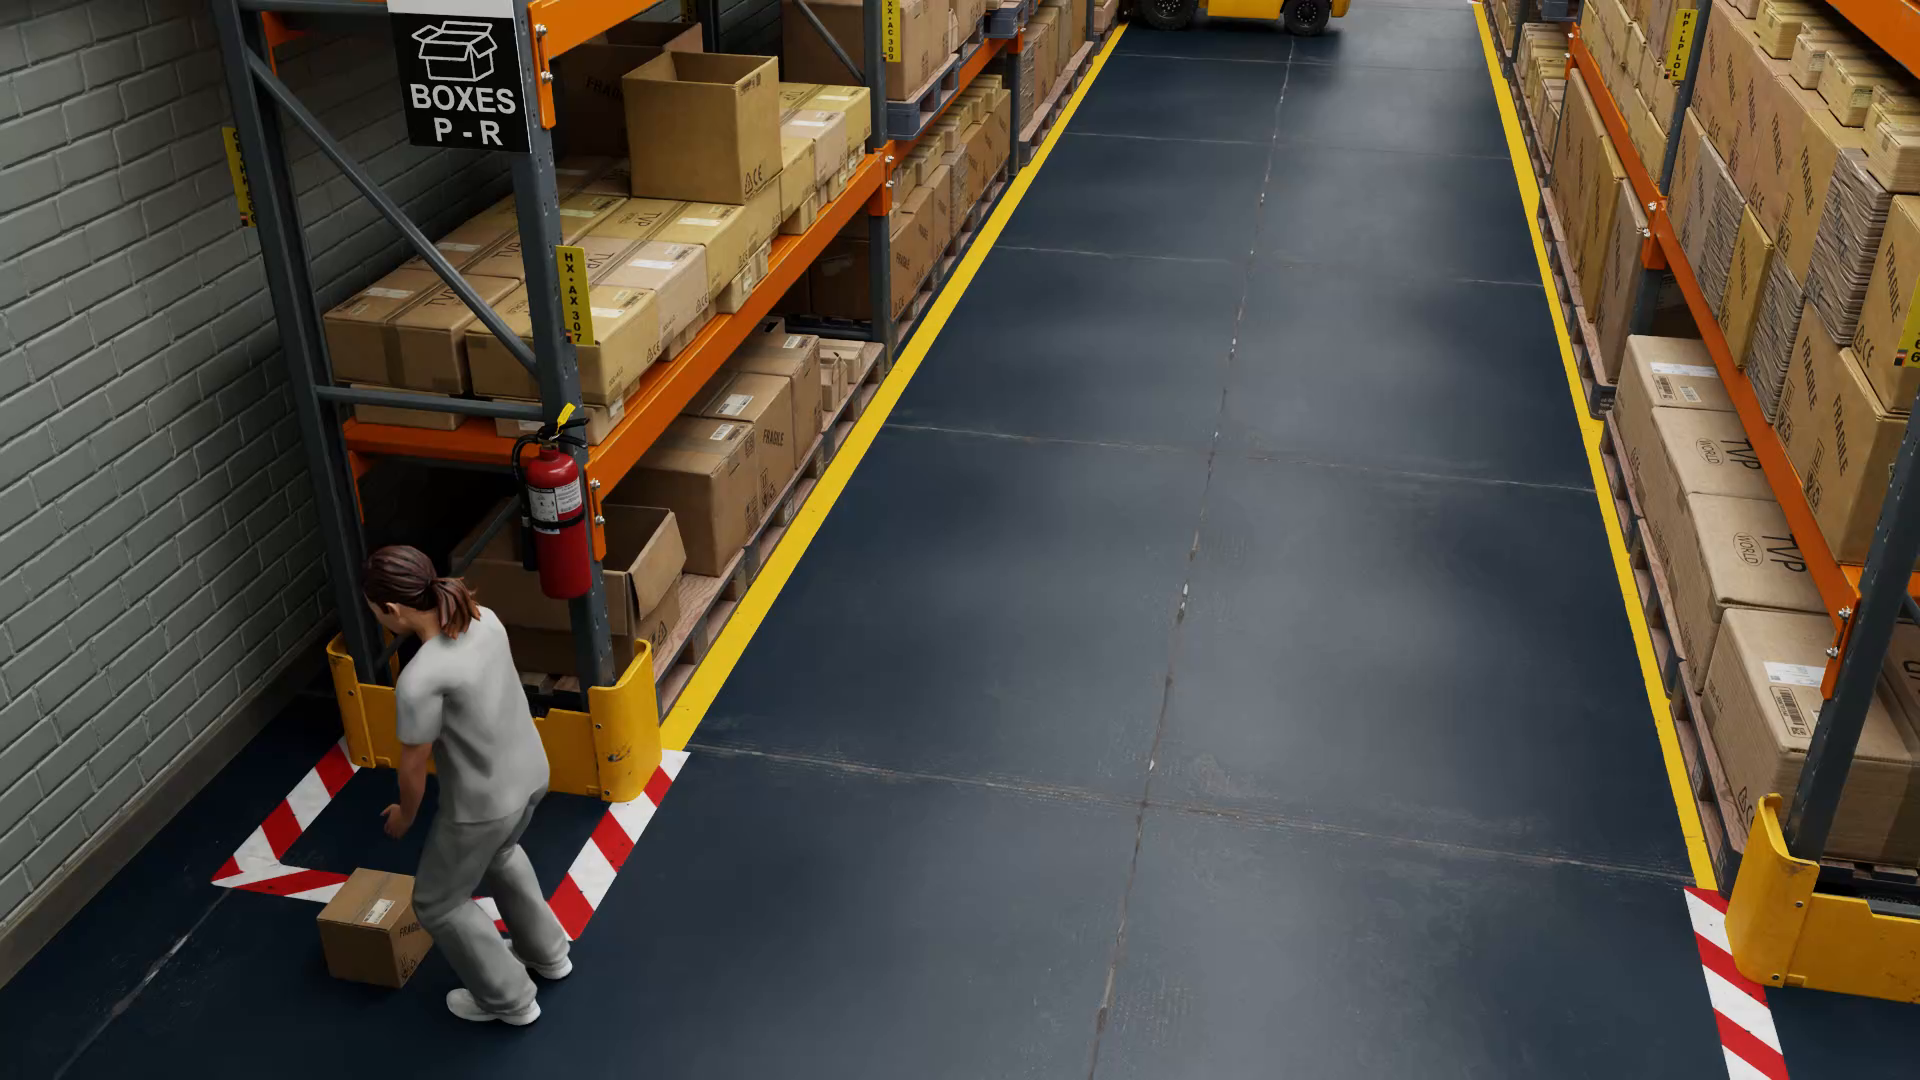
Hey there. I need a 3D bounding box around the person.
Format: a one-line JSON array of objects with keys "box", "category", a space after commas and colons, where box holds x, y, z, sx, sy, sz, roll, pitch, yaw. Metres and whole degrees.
[{"box": [-1.446, 0.737, 4.877, 0.424, 1.603, 0.468, 9, 30, 16], "category": "person"}]
